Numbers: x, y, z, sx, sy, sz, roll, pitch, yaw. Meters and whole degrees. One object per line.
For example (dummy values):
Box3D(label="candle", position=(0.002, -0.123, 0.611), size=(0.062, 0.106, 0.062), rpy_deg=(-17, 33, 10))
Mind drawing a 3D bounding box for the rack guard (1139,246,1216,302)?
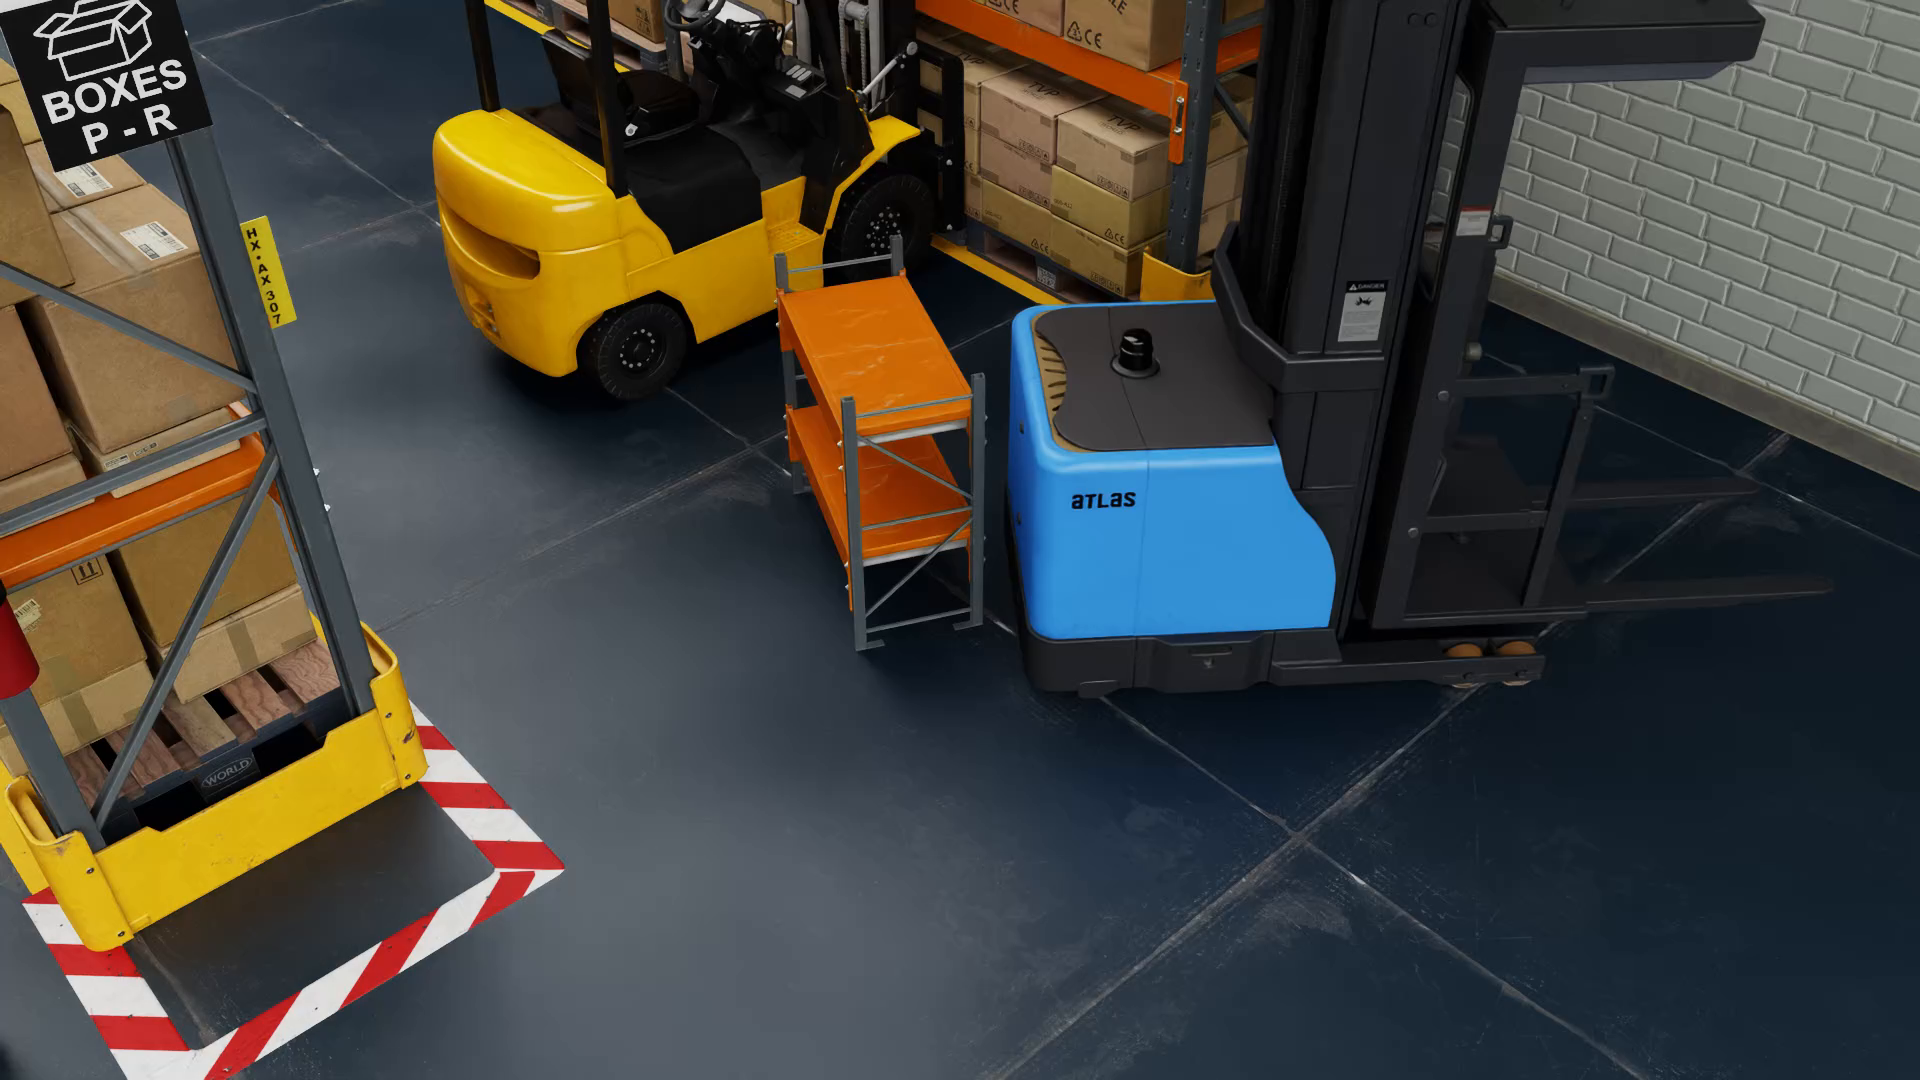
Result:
Box3D(label="rack guard", position=(1.356, -1.290, 7.950), size=(1.175, 0.500, 0.348), rpy_deg=(-30, 48, -32))

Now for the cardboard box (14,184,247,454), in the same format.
Box3D(label="cardboard box", position=(-2.430, -0.655, 4.857), size=(0.500, 0.500, 0.500), rpy_deg=(-31, 48, -32))

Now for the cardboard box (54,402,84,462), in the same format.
Box3D(label="cardboard box", position=(-2.573, -0.421, 5.084), size=(0.380, 0.149, 0.250), rpy_deg=(-29, 47, -31))

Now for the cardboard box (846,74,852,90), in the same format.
Box3D(label="cardboard box", position=(-0.251, -2.354, 8.734), size=(0.500, 0.250, 0.500), rpy_deg=(-30, 48, -32))

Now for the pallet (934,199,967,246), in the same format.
Box3D(label="pallet", position=(-0.029, -2.090, 9.169), size=(1.003, 0.211, 1.213), rpy_deg=(-30, 48, -32))

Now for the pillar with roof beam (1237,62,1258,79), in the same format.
Box3D(label="pillar with roof beam", position=(-1.638, -3.484, 3.901), size=(9.100, 9.000, 0.400), rpy_deg=(-30, 48, -32))

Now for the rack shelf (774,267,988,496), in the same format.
Box3D(label="rack shelf", position=(-0.310, -0.609, 6.142), size=(0.538, 0.278, 1.000), rpy_deg=(-11, 40, -14))

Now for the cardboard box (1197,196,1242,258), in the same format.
Box3D(label="cardboard box", position=(1.152, -1.678, 8.295), size=(0.500, 0.250, 0.500), rpy_deg=(-30, 48, -32))

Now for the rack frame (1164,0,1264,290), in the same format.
Box3D(label="rack frame", position=(1.340, -2.274, 7.178), size=(1.000, 3.000, 0.127), rpy_deg=(-30, 48, -32))

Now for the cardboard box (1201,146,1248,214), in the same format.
Box3D(label="cardboard box", position=(1.175, -1.868, 8.132), size=(0.500, 0.250, 0.500), rpy_deg=(-29, 47, -31))

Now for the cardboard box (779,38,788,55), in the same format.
Box3D(label="cardboard box", position=(-0.924, -2.826, 9.318), size=(0.500, 0.250, 0.500), rpy_deg=(-30, 48, -32))

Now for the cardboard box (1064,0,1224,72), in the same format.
Box3D(label="cardboard box", position=(0.814, -2.429, 7.291), size=(0.500, 0.500, 0.500), rpy_deg=(-31, 48, -33))

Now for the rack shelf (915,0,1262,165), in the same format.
Box3D(label="rack shelf", position=(-0.013, -2.920, 8.550), size=(1.077, 0.370, 4.000), rpy_deg=(-30, 48, -32))

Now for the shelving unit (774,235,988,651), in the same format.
Box3D(label="shelving unit", position=(-0.310, -0.381, 6.326), size=(0.538, 1.125, 1.048), rpy_deg=(-11, 40, -14))

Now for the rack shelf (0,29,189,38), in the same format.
Box3D(label="rack shelf", position=(-3.667, -1.976, 4.994), size=(1.077, 0.370, 4.000), rpy_deg=(-30, 48, -32))

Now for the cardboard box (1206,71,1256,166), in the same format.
Box3D(label="cardboard box", position=(1.154, -2.060, 7.971), size=(0.500, 0.250, 0.500), rpy_deg=(-31, 48, -32))

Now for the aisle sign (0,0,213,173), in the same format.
Box3D(label="aisle sign", position=(-2.044, -1.277, 3.875), size=(0.394, 0.787, 0.004), rpy_deg=(-30, 48, -32))

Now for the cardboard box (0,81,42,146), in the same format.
Box3D(label="cardboard box", position=(-3.128, -1.128, 5.443), size=(0.500, 0.500, 0.500), rpy_deg=(-31, 48, -33))

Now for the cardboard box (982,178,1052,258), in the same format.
Box3D(label="cardboard box", position=(0.460, -1.685, 8.303), size=(0.500, 0.250, 0.500), rpy_deg=(-30, 48, -32))

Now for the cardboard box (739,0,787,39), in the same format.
Box3D(label="cardboard box", position=(-0.931, -3.010, 9.148), size=(0.500, 0.250, 0.500), rpy_deg=(-30, 48, -32))

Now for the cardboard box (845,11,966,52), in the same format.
Box3D(label="cardboard box", position=(-0.237, -2.538, 8.564), size=(0.500, 0.250, 0.500), rpy_deg=(-31, 48, -33))

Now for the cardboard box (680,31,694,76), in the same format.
Box3D(label="cardboard box", position=(-1.282, -2.854, 9.751), size=(0.500, 0.250, 0.500), rpy_deg=(-29, 47, -31))

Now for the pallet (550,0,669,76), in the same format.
Box3D(label="pallet", position=(-1.893, -3.365, 10.748), size=(1.003, 0.211, 1.213), rpy_deg=(-30, 48, -32))

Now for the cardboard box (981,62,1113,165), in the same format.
Box3D(label="cardboard box", position=(0.449, -2.071, 7.985), size=(0.500, 0.250, 0.500), rpy_deg=(-29, 47, -31))

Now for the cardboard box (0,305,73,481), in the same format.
Box3D(label="cardboard box", position=(-2.884, -0.452, 4.606), size=(0.500, 0.500, 0.500), rpy_deg=(-31, 48, -32))

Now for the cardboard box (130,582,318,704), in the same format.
Box3D(label="cardboard box", position=(-2.656, 0.253, 5.904), size=(0.500, 0.250, 0.500), rpy_deg=(-30, 48, -32))

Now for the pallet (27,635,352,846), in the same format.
Box3D(label="pallet", position=(-2.889, 0.496, 5.968), size=(1.003, 0.211, 1.213), rpy_deg=(-30, 48, -32))

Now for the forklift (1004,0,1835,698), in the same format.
Box3D(label="forklift", position=(1.717, -0.930, 5.569), size=(3.031, 2.935, 1.130), rpy_deg=(-2, 39, -3))

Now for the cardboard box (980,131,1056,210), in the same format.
Box3D(label="cardboard box", position=(0.449, -1.891, 8.161), size=(0.500, 0.250, 0.500), rpy_deg=(-30, 48, -32))

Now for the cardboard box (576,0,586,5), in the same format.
Box3D(label="cardboard box", position=(-2.246, -3.964, 10.826), size=(0.875, 0.625, 0.625), rpy_deg=(-30, 48, -32))

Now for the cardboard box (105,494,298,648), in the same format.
Box3D(label="cardboard box", position=(-2.672, -0.050, 5.682), size=(0.500, 0.500, 0.500), rpy_deg=(-32, 49, -33))

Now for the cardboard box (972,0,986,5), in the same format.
Box3D(label="cardboard box", position=(0.123, -2.910, 7.886), size=(0.500, 0.500, 0.500), rpy_deg=(-31, 48, -32))

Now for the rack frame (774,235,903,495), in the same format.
Box3D(label="rack frame", position=(-0.463, -0.685, 6.703), size=(0.500, 1.125, 0.032), rpy_deg=(-11, 40, -14))
